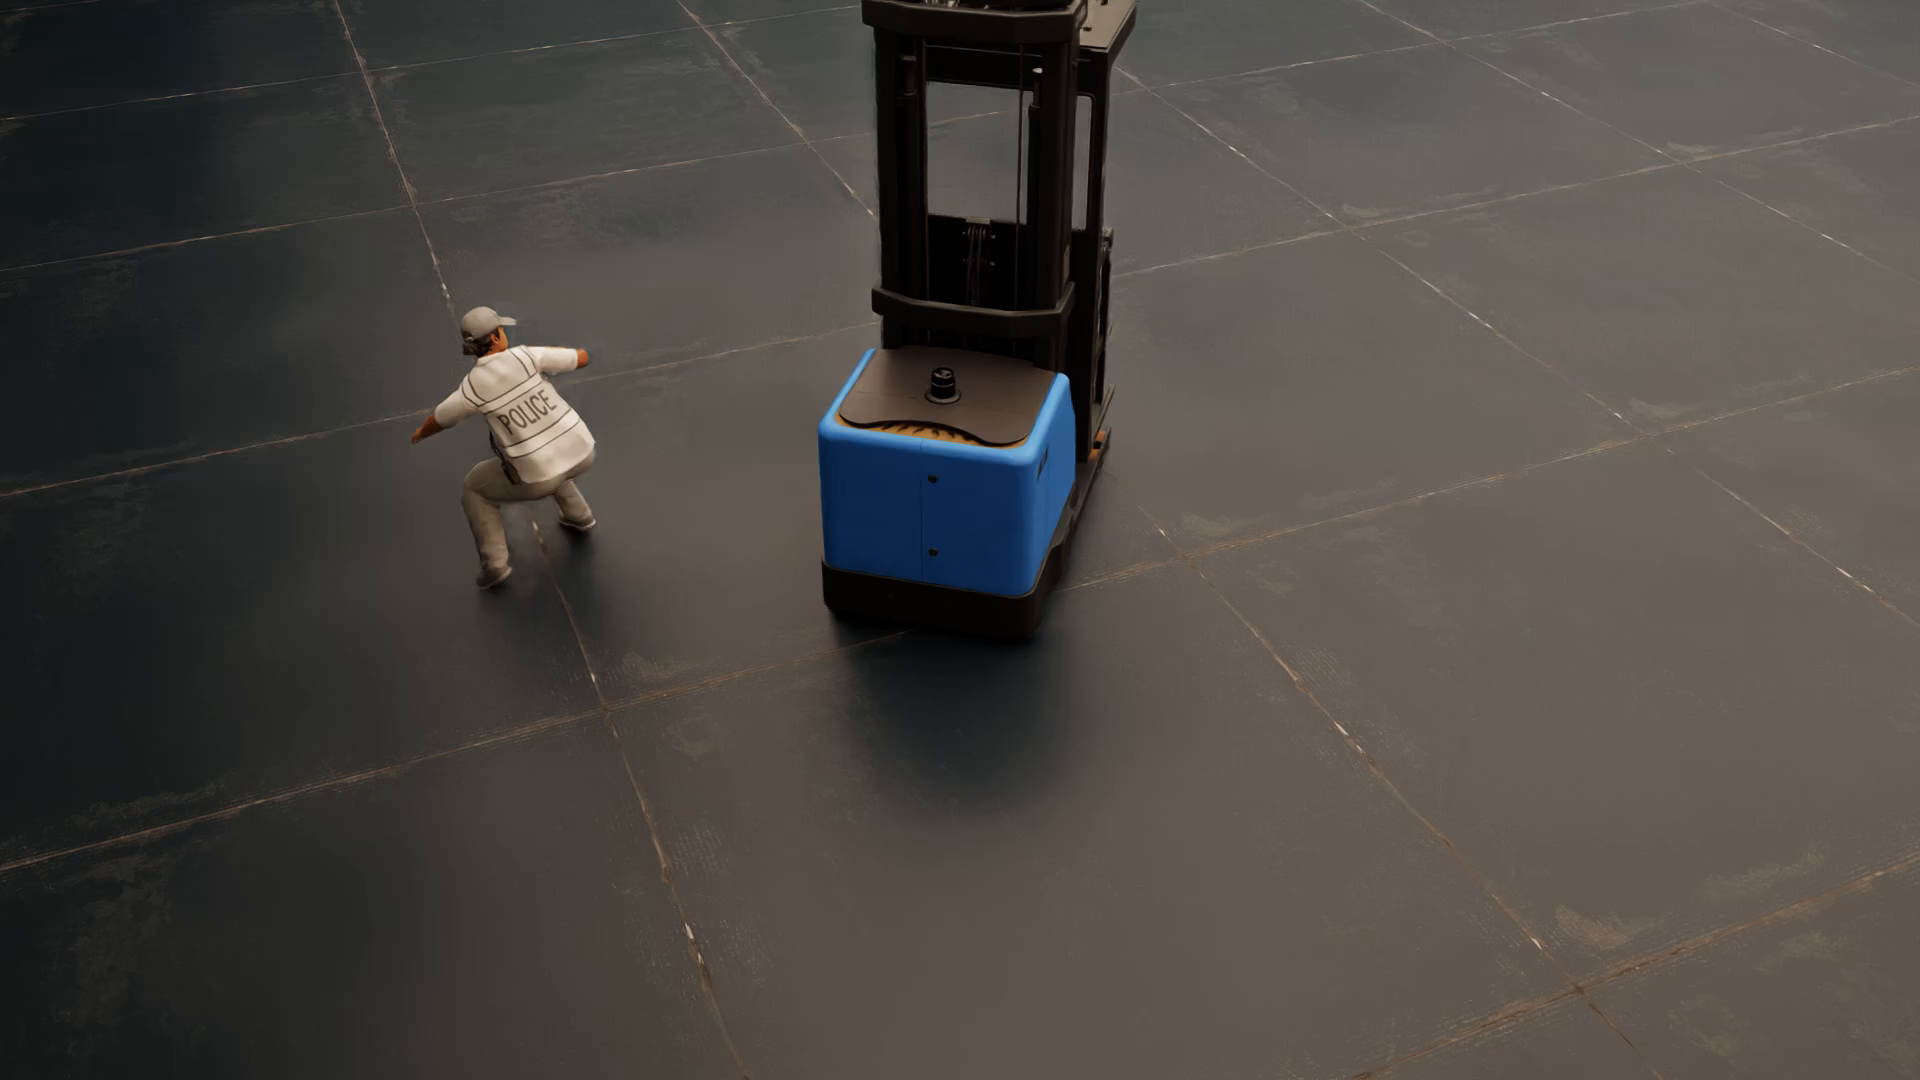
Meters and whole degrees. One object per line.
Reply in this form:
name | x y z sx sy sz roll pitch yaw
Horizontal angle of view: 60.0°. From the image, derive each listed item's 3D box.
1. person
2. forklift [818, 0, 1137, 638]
person | -2.186 -0.500 8.162 0.745 1.428 0.875 -29 44 -34
forklift | 0.215 -1.583 8.325 1.130 2.935 3.031 9 36 12
